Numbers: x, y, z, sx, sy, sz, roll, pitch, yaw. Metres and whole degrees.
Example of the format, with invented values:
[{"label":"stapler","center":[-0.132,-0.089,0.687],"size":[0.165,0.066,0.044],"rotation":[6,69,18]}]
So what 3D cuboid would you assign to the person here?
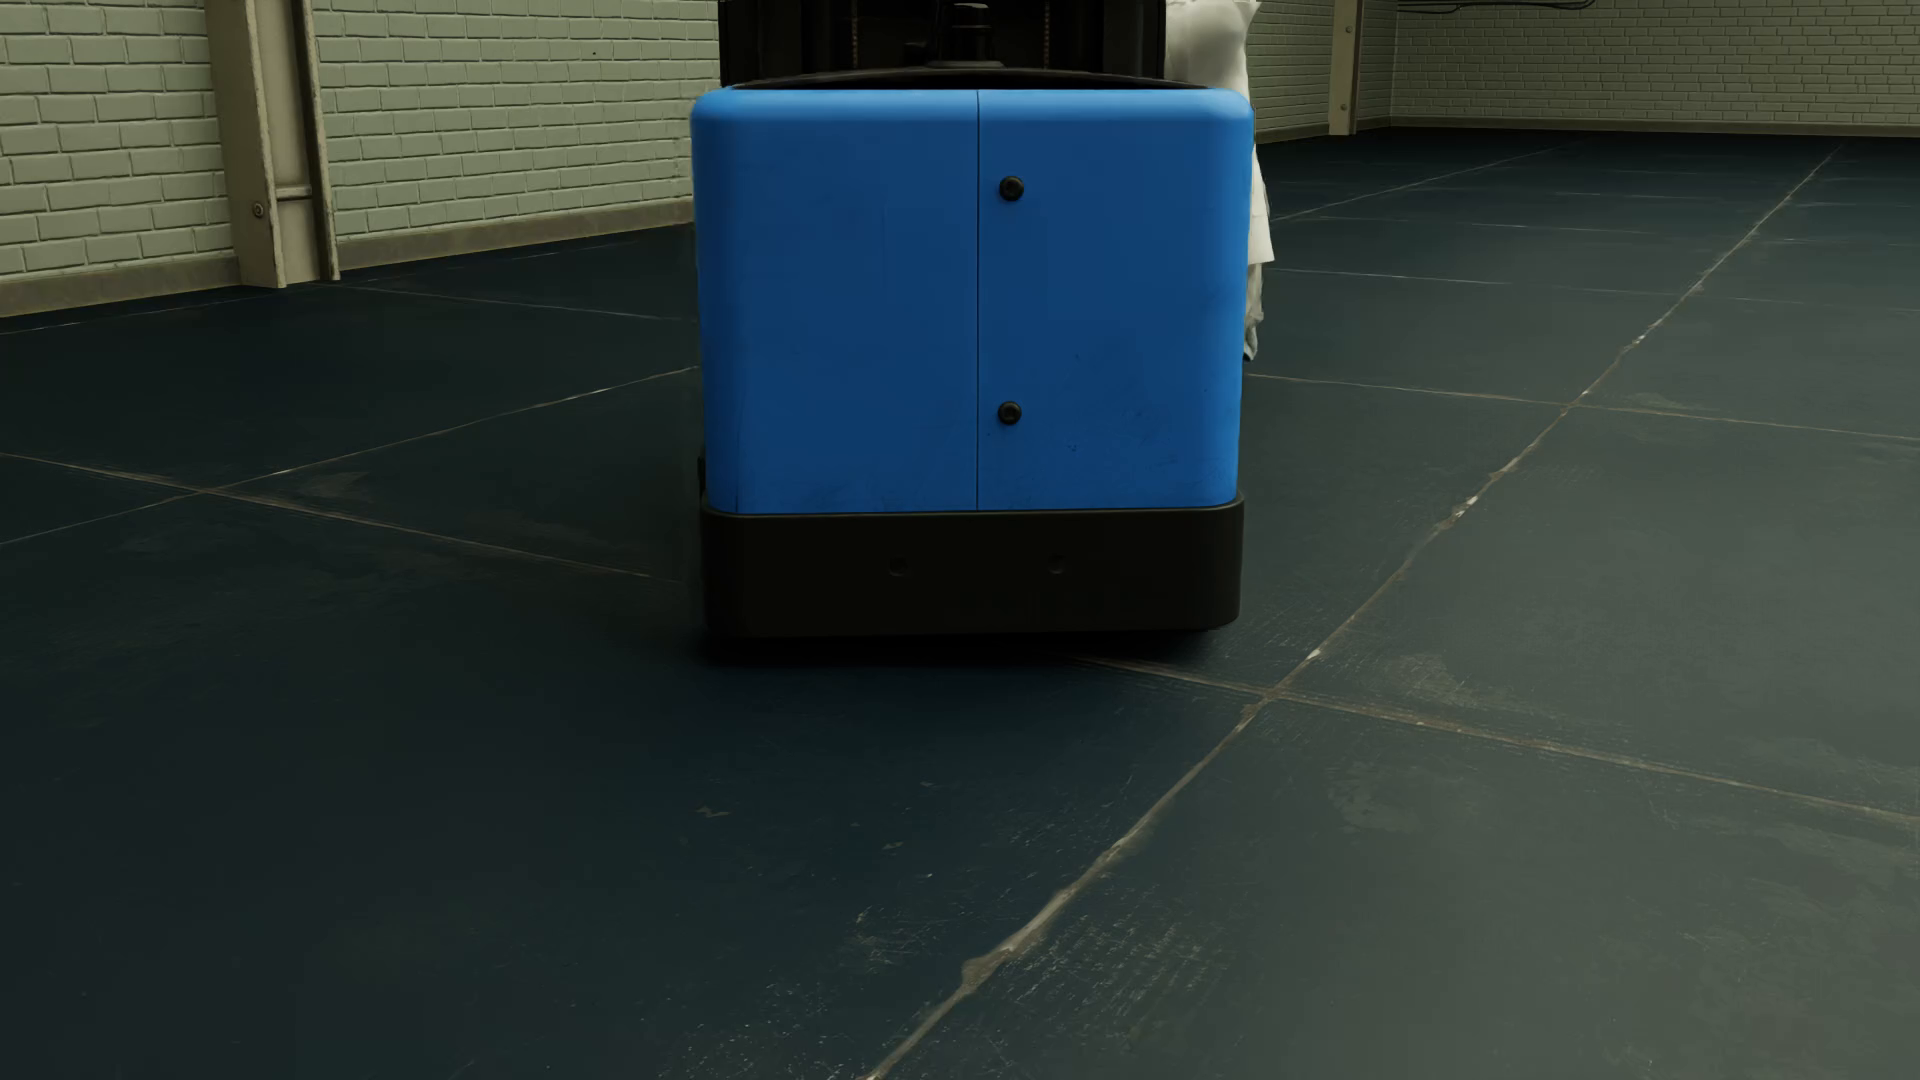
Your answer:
[{"label":"person","center":[0.613,-1.327,5.811],"size":[1.104,1.492,0.982],"rotation":[14,22,40]}]

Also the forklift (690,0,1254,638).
[{"label":"forklift","center":[-0.058,-1.584,4.231],"size":[1.130,2.935,3.031],"rotation":[-1,16,-3]}]
